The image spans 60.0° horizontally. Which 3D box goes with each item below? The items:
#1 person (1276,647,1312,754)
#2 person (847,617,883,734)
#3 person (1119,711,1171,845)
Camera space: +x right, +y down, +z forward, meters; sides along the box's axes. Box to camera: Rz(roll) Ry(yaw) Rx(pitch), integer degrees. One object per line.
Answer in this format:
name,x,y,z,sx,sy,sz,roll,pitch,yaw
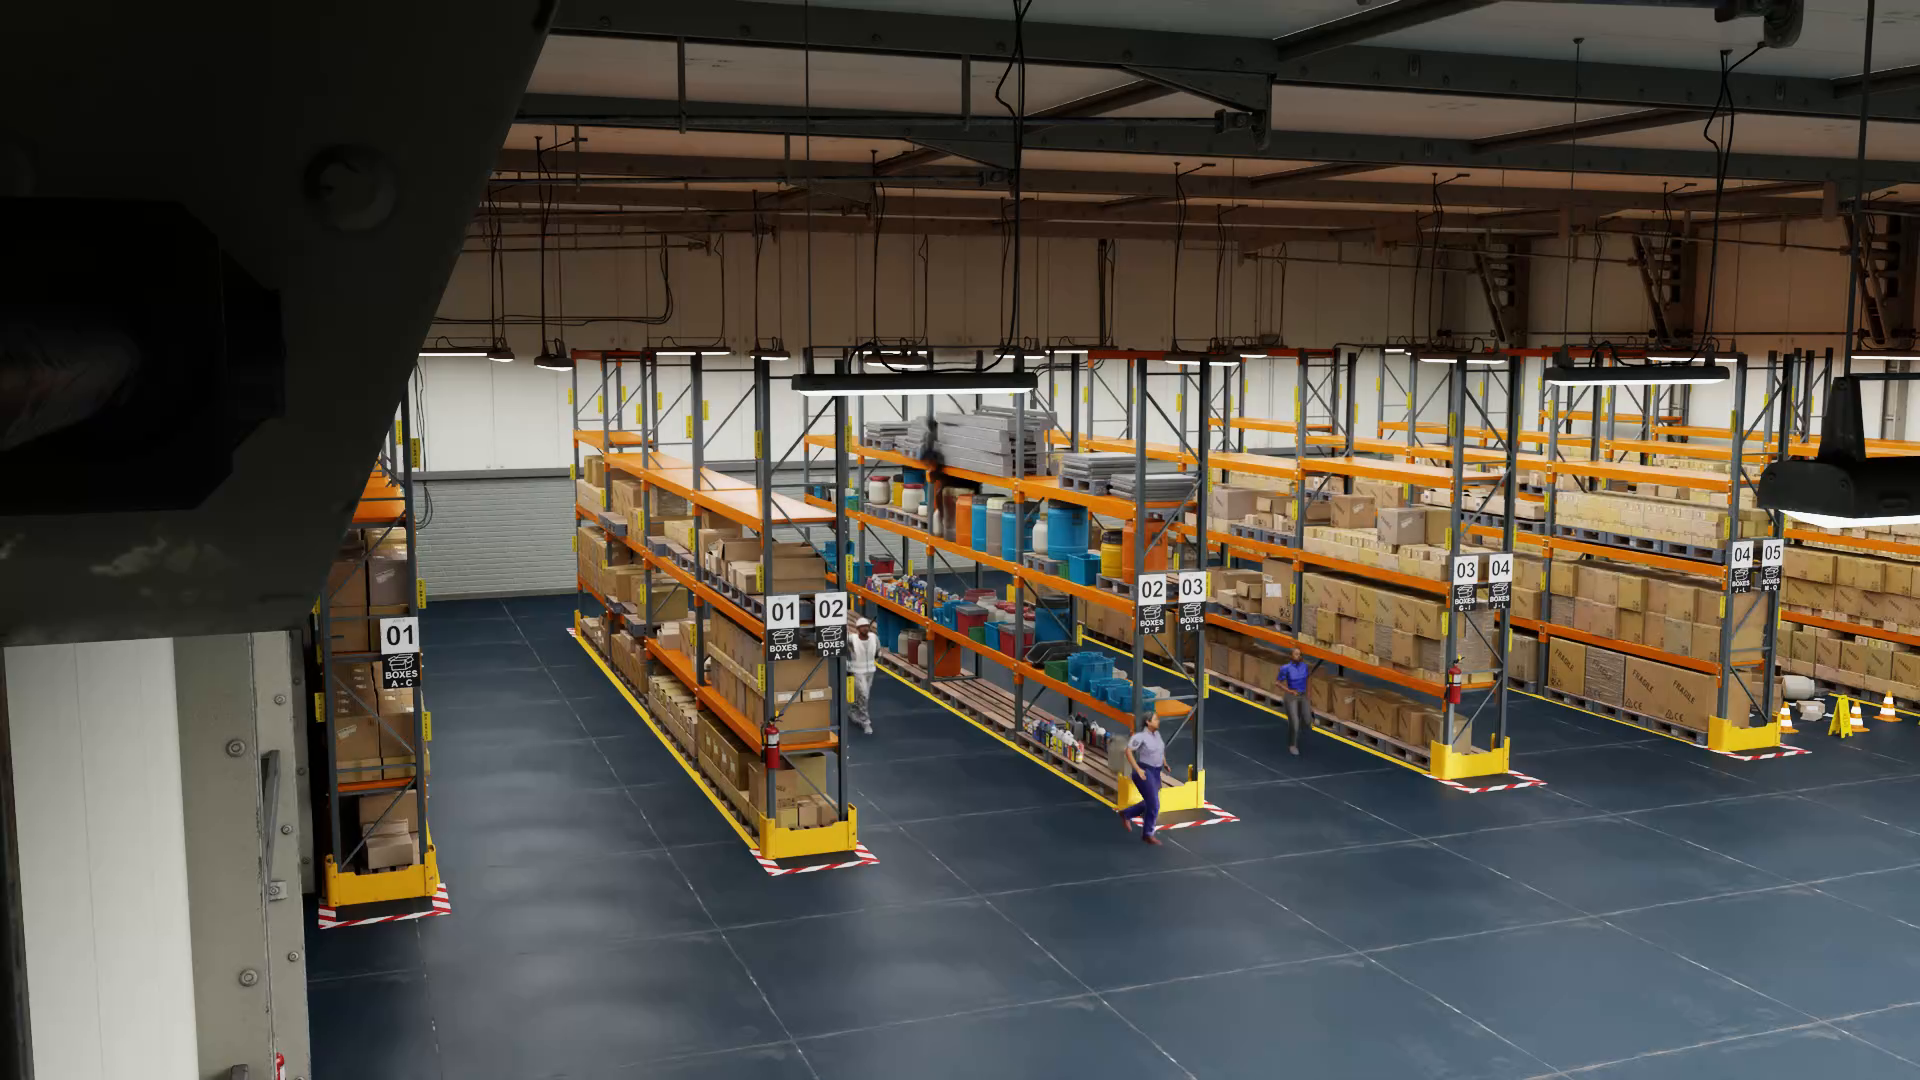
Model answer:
person,5.076,2.420,25.154,0.629,1.618,0.539,-3,8,-21
person,-1.548,2.140,26.677,0.652,1.840,0.836,-5,9,-33
person,2.336,2.959,20.890,0.660,1.624,0.649,5,9,36
